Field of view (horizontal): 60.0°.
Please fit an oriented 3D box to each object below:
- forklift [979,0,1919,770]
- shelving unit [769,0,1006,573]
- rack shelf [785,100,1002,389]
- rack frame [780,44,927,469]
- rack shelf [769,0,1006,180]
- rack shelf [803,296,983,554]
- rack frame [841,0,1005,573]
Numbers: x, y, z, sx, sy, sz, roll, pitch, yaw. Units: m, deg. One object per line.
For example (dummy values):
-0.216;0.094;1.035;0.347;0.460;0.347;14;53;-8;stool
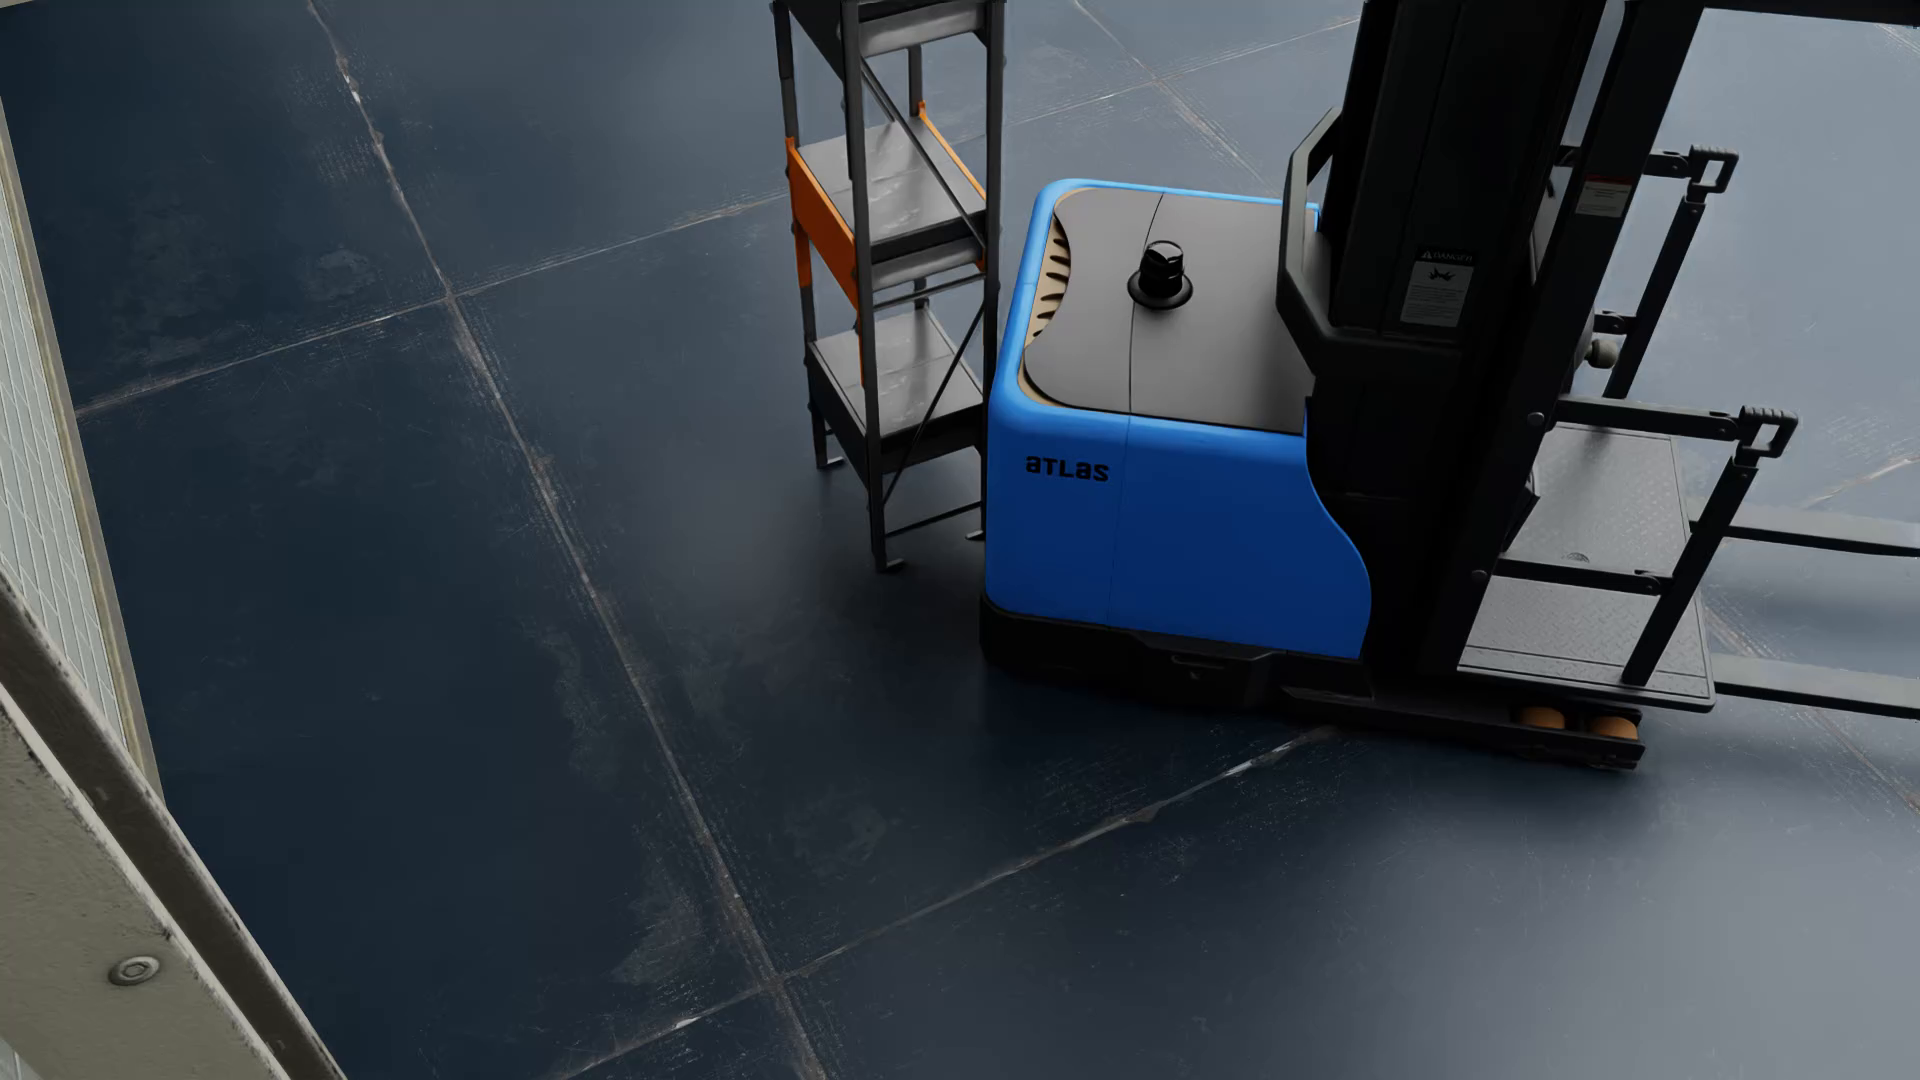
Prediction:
1.623;-0.753;3.962;3.031;2.935;1.130;7;49;6;forklift
-0.183;-0.825;4.576;0.431;2.100;0.503;-19;52;-16;shelving unit
-0.183;-0.816;4.587;0.431;0.518;0.480;-19;52;-16;rack shelf
-0.287;-0.991;4.722;0.400;2.100;0.015;-19;52;-16;rack frame
-0.183;-1.277;4.060;0.431;0.518;0.480;-19;52;-16;rack shelf
-0.183;-0.355;5.114;0.431;0.518;0.480;-19;52;-16;rack shelf
-0.080;-0.658;4.431;0.400;2.100;0.015;-19;52;-16;rack frame
